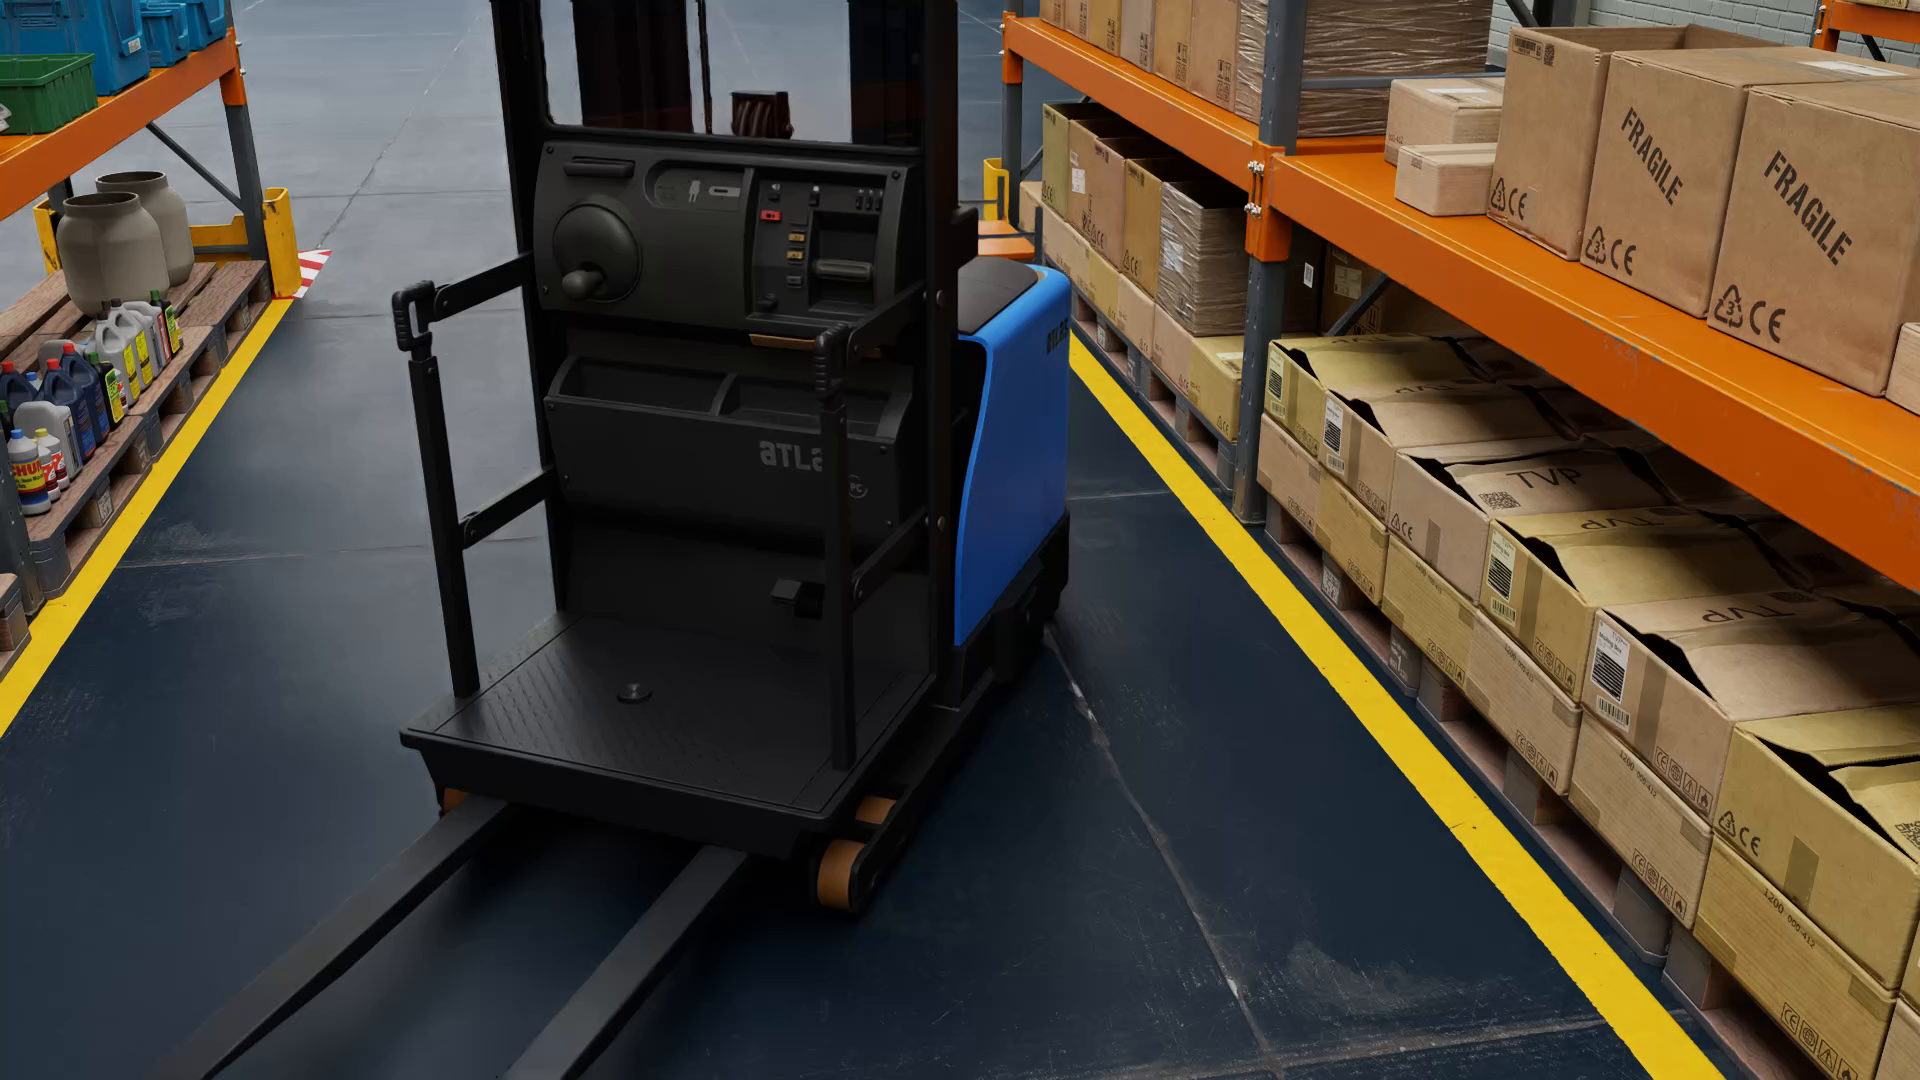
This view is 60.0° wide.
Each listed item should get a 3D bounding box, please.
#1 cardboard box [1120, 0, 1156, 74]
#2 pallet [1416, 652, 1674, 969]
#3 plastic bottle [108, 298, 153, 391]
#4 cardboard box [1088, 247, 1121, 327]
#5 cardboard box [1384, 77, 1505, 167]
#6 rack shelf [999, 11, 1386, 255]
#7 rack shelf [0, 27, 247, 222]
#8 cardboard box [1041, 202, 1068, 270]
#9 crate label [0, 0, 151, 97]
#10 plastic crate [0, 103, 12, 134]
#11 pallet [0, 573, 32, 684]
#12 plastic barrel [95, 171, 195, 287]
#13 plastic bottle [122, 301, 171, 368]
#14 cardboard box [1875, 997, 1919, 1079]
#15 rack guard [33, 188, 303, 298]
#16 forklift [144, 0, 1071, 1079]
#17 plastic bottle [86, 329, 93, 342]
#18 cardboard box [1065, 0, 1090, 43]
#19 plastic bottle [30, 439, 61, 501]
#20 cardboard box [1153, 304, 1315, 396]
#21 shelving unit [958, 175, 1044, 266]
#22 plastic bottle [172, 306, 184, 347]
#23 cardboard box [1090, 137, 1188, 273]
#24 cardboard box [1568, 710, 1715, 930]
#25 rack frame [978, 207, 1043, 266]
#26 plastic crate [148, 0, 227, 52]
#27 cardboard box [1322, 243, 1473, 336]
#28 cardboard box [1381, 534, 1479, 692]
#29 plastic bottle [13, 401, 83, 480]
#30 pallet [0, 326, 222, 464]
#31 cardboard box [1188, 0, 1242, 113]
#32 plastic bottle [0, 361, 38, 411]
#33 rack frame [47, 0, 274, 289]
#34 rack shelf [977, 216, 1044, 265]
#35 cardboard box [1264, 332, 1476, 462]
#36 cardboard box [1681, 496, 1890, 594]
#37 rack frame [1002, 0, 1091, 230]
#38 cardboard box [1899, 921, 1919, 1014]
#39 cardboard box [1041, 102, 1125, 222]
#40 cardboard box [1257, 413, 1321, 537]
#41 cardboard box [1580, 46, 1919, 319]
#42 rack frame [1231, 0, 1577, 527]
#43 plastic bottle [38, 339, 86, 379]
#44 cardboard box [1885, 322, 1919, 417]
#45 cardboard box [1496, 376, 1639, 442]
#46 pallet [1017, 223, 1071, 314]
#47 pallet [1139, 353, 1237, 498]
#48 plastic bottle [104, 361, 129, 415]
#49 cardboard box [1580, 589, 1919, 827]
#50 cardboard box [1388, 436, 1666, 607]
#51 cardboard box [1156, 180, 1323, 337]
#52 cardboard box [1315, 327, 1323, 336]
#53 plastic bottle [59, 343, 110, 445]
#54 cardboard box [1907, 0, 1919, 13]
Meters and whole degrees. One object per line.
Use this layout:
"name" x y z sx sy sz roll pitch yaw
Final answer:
"cardboard box" 1.099 -2.307 7.159 0.700 0.500 0.500 -4 24 -8
"pallet" 1.879 0.565 4.193 1.003 0.211 1.213 -4 24 -10
"plastic bottle" -3.282 -0.766 6.517 0.144 0.351 0.185 -3 24 -8
"cardboard box" 0.892 -1.169 7.590 0.500 0.250 0.500 -4 24 -10
"cardboard box" 1.610 -1.222 4.987 0.500 0.250 0.500 -3 24 -6
"rack shelf" 1.106 -1.938 7.339 1.077 0.370 4.000 -4 24 -10
"rack shelf" -3.763 -1.573 6.503 1.077 0.370 4.000 -4 24 -10
"cardboard box" 0.713 -1.563 8.492 0.500 0.250 0.500 -4 24 -10
"crate label" -3.526 -2.002 6.541 0.502 0.435 0.616 -4 24 -10
"plastic crate" -3.365 -1.303 5.063 0.767 0.338 0.504 -4 24 -10
"pallet" -3.210 0.468 4.415 1.003 0.211 1.213 -4 24 -10
"plastic barrel" -3.936 -1.488 7.994 0.421 0.512 0.421 0 24 0
"plastic bottle" -3.343 -0.852 6.805 0.152 0.276 0.135 -4 24 -9
"cardboard box" 1.878 0.971 2.690 0.500 0.250 0.500 -4 24 -8
"rack guard" -4.072 -1.517 8.600 1.175 0.500 0.348 -4 24 -10
"forklift" -0.634 -0.678 3.640 1.130 2.935 3.031 8 25 18
"plastic bottle" -3.436 -0.746 6.658 0.097 0.201 0.097 0 24 0
"cardboard box" 0.912 -2.709 8.081 0.700 0.500 0.500 -4 24 -8
"plastic bottle" -3.040 -0.233 5.482 0.097 0.201 0.097 0 24 0
"cardboard box" 1.092 -0.777 6.692 0.500 0.250 0.500 -4 24 -10
"shelving unit" 0.082 -0.553 5.517 0.258 1.200 0.503 -5 24 -11
"plastic bottle" -3.362 -0.919 7.052 0.097 0.201 0.097 0 24 0
"cardboard box" 0.891 -1.513 7.440 0.500 0.500 0.500 -4 24 -10
"cardboard box" 1.689 0.571 3.607 0.500 0.250 0.500 -4 24 -9
"rack frame" 0.135 -0.458 5.298 0.240 1.200 0.015 -5 24 -11
"plastic crate" -3.746 -2.446 7.789 0.499 0.251 0.616 -4 24 -10
"cardboard box" 1.698 -0.963 6.180 0.500 0.500 0.500 -4 24 -10
"cardboard box" 1.498 0.168 4.528 0.500 0.250 0.500 -5 24 -11
"plastic bottle" -3.108 -0.352 5.662 0.152 0.276 0.135 -3 24 -8
"pallet" -3.705 -0.586 6.828 1.003 0.211 1.213 -4 24 -10
"cardboard box" 1.284 -1.908 6.246 0.700 0.500 0.500 -5 24 -10
"plastic bottle" -3.276 -0.441 5.772 0.144 0.351 0.185 -4 24 -10
"rack frame" -4.133 -2.689 8.160 1.000 3.000 0.127 -4 24 -10
"rack shelf" 0.082 -0.913 5.360 0.258 0.148 0.480 -5 24 -11
"cardboard box" 1.307 -0.489 5.333 0.500 0.311 0.500 -4 24 -10
"cardboard box" 2.114 0.066 4.061 0.500 0.311 0.500 -5 24 -10
"rack frame" 0.736 -3.054 8.996 1.000 3.000 0.127 -4 24 -10
"cardboard box" 1.876 0.715 2.575 0.500 0.311 0.500 -4 24 -8
"cardboard box" 0.711 -1.907 8.341 0.500 0.500 0.500 -4 24 -10
"cardboard box" 1.307 -0.236 5.454 0.500 0.250 0.500 -5 24 -11
"cardboard box" 1.792 -0.819 3.753 0.500 0.500 0.500 -4 24 -10
"rack frame" 1.476 -1.481 5.393 1.000 3.000 0.127 -4 24 -10
"plastic bottle" -3.389 -0.638 6.317 0.152 0.276 0.135 -4 24 -10
"cardboard box" 1.924 -0.290 2.980 0.380 0.149 0.250 -3 24 -6
"cardboard box" 1.935 -0.328 4.964 0.500 0.311 0.500 -4 24 -8
"pallet" 0.919 -1.479 8.872 1.003 0.211 1.213 -4 24 -10
"pallet" 1.370 -0.519 6.675 1.003 0.211 1.213 -4 24 -10
"plastic bottle" -3.199 -0.571 6.256 0.097 0.201 0.097 0 24 0
"cardboard box" 1.683 0.312 3.497 0.500 0.311 0.500 -4 24 -10
"cardboard box" 1.492 -0.089 4.415 0.500 0.311 0.500 -5 24 -11
"cardboard box" 1.094 -1.121 6.542 0.500 0.500 0.500 -4 24 -10
"cardboard box" 1.600 -0.815 6.780 0.500 0.250 0.500 -4 24 -10
"plastic bottle" -3.169 -0.526 5.967 0.144 0.351 0.185 -5 24 -12
"cardboard box" 5.492 -2.944 8.906 0.500 0.250 0.500 -5 24 -11
